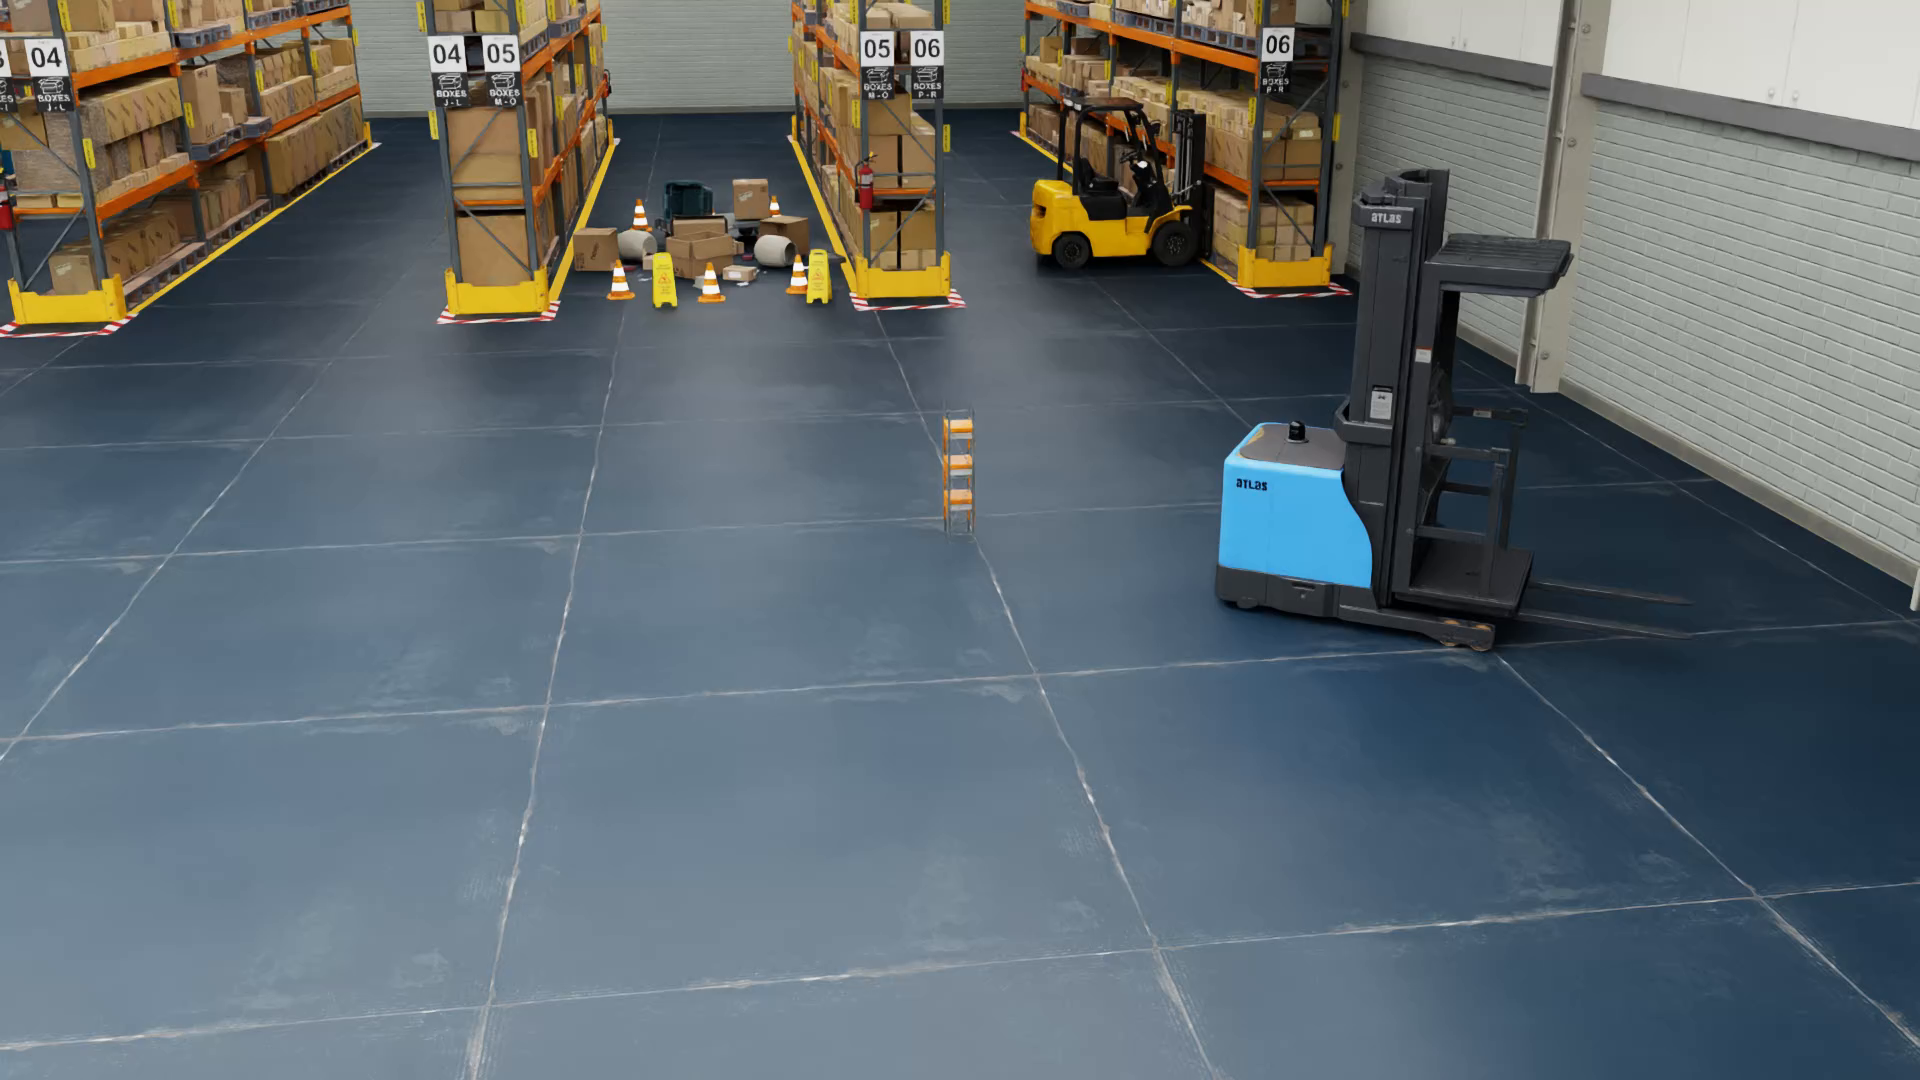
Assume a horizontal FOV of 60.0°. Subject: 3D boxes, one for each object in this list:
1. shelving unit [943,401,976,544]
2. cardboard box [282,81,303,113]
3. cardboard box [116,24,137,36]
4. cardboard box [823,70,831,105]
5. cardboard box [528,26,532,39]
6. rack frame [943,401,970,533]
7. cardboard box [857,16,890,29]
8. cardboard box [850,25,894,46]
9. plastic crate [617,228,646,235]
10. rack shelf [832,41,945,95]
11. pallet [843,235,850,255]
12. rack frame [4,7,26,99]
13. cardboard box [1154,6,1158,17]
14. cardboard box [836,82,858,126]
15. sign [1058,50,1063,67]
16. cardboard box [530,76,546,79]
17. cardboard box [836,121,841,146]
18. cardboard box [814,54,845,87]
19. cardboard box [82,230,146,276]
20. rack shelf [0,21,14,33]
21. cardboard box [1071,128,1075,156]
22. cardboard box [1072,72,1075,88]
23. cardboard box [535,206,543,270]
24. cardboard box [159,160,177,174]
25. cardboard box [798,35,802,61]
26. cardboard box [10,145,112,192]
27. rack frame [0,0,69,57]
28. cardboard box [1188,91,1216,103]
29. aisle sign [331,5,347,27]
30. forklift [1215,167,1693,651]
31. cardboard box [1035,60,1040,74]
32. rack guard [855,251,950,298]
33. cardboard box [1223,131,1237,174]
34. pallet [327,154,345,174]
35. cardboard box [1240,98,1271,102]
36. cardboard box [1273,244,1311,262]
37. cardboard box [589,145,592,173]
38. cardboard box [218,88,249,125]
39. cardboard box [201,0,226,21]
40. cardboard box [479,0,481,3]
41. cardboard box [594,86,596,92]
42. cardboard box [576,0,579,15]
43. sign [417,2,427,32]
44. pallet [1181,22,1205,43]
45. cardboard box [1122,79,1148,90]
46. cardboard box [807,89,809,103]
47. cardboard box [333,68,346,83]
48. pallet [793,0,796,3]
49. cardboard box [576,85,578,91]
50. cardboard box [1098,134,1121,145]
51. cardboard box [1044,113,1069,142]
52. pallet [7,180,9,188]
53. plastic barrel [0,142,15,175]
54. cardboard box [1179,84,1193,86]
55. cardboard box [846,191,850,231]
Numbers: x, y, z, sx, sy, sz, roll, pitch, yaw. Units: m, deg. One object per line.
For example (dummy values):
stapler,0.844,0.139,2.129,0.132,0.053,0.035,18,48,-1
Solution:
shelving unit,-0.008,-0.510,12.582,0.215,1.050,0.252,-3,21,-8
cardboard box,-11.760,-7.696,28.890,0.500,0.500,0.500,-3,21,-8
cardboard box,-10.659,-6.436,21.018,0.380,0.149,0.250,-2,21,-6
cardboard box,-1.944,-7.299,26.804,0.500,0.500,0.500,-2,21,-5
cardboard box,-5.470,-6.225,20.425,0.380,0.149,0.250,-3,21,-8
rack frame,-0.025,-0.553,12.695,0.200,1.050,0.008,-3,21,-8
cardboard box,-1.049,-6.257,20.115,0.380,0.149,0.250,-3,21,-7
cardboard box,-1.107,-6.307,20.817,0.500,0.250,0.500,-3,21,-8
plastic crate,-4.847,-4.310,23.905,0.450,0.188,0.662,-2,18,24
rack shelf,-0.997,-6.255,21.917,1.077,0.370,4.000,-3,21,-8
pallet,-1.153,-4.342,24.040,1.003,0.211,1.213,-3,21,-8
rack frame,-17.146,-7.899,29.579,1.000,3.000,0.127,-3,21,-8
cardboard box,3.167,-8.027,25.250,0.380,0.149,0.250,-3,21,-8
cardboard box,-1.239,-5.662,21.590,0.700,0.500,0.500,-3,21,-8
sign,1.937,-9.276,32.028,0.100,0.325,0.005,-3,21,-8
cardboard box,-6.322,-6.459,24.151,0.700,0.500,0.500,-3,21,-9
cardboard box,-1.497,-5.899,23.655,0.500,0.500,0.500,-3,21,-8
cardboard box,-2.195,-7.945,28.129,0.500,0.500,0.500,-3,21,-9
cardboard box,-10.780,-3.660,21.201,0.500,0.500,0.500,-1,21,-3
rack shelf,-16.858,-8.275,27.326,1.077,0.370,4.000,-3,21,-8
cardboard box,2.407,-7.564,31.652,0.500,0.500,0.500,-3,21,-8
cardboard box,2.294,-8.534,30.870,0.396,0.266,0.258,-2,21,-5
cardboard box,-5.884,-3.947,21.433,0.875,0.875,0.875,-3,21,-9
cardboard box,-10.620,-4.944,22.026,0.380,0.149,0.250,-3,21,-8
cardboard box,-2.927,-9.665,32.735,0.500,0.500,0.500,-3,21,-7
cardboard box,-10.567,-4.372,19.567,0.875,0.500,0.500,-3,21,-8
rack frame,-10.515,-6.805,18.074,1.000,3.000,0.127,-3,21,-8
cardboard box,3.523,-6.410,24.097,0.380,0.149,0.250,-3,21,-7
aisle sign,-12.535,-10.792,33.608,0.394,0.787,0.004,-3,21,-8
forklift,3.326,-0.864,10.840,3.031,2.935,1.130,9,22,22
cardboard box,1.844,-9.834,34.548,0.500,0.250,0.500,-3,21,-9
rack guard,-0.719,-3.349,20.969,1.175,0.500,0.348,-3,21,-8
cardboard box,3.806,-5.130,22.021,0.500,0.500,0.500,-2,21,-6
pallet,-12.277,-7.110,31.451,1.003,0.211,1.213,-3,21,-8
cardboard box,4.124,-6.080,23.214,0.380,0.149,0.250,-3,21,-8
cardboard box,4.326,-3.834,22.025,0.500,0.250,0.500,-3,21,-8
cardboard box,-6.823,-6.791,29.584,0.500,0.500,0.500,-3,21,-9
cardboard box,-11.371,-6.635,25.449,0.700,0.500,0.500,0,20,0
cardboard box,-11.211,-7.949,24.566,0.500,0.500,0.500,-3,21,-7
cardboard box,-6.233,-6.829,20.902,0.380,0.149,0.250,-3,21,-8
cardboard box,-7.245,-8.721,32.139,0.380,0.149,0.250,-3,21,-7
cardboard box,-6.721,-8.988,28.064,0.500,0.500,0.500,-3,21,-8
sign,-6.131,-5.970,18.973,0.100,0.325,0.005,-3,21,-8
pallet,3.775,-7.200,23.547,1.003,0.211,1.213,-3,21,-8
cardboard box,2.906,-7.561,27.603,0.380,0.149,0.250,-2,21,-6
cardboard box,-2.502,-8.056,30.212,0.500,0.250,0.500,-3,21,-8
cardboard box,-12.343,-9.097,32.574,0.500,0.250,0.500,-4,21,-10
pallet,-2.898,-11.141,34.098,1.003,0.211,1.213,-3,21,-8
cardboard box,-6.804,-7.821,28.703,0.380,0.149,0.250,-3,21,-8
cardboard box,2.658,-7.096,29.474,0.380,0.149,0.250,-4,21,-11
cardboard box,2.125,-8.437,33.992,0.700,0.500,0.500,-4,21,-10
pallet,-16.897,-5.900,28.212,1.003,0.211,1.213,-3,21,-8
plastic barrel,-17.084,-6.924,29.366,0.600,0.901,0.708,-3,21,-8
cardboard box,3.537,-7.233,26.726,0.380,0.149,0.250,-2,21,-6
cardboard box,-1.305,-4.557,22.887,0.500,0.500,0.500,-2,21,-5
